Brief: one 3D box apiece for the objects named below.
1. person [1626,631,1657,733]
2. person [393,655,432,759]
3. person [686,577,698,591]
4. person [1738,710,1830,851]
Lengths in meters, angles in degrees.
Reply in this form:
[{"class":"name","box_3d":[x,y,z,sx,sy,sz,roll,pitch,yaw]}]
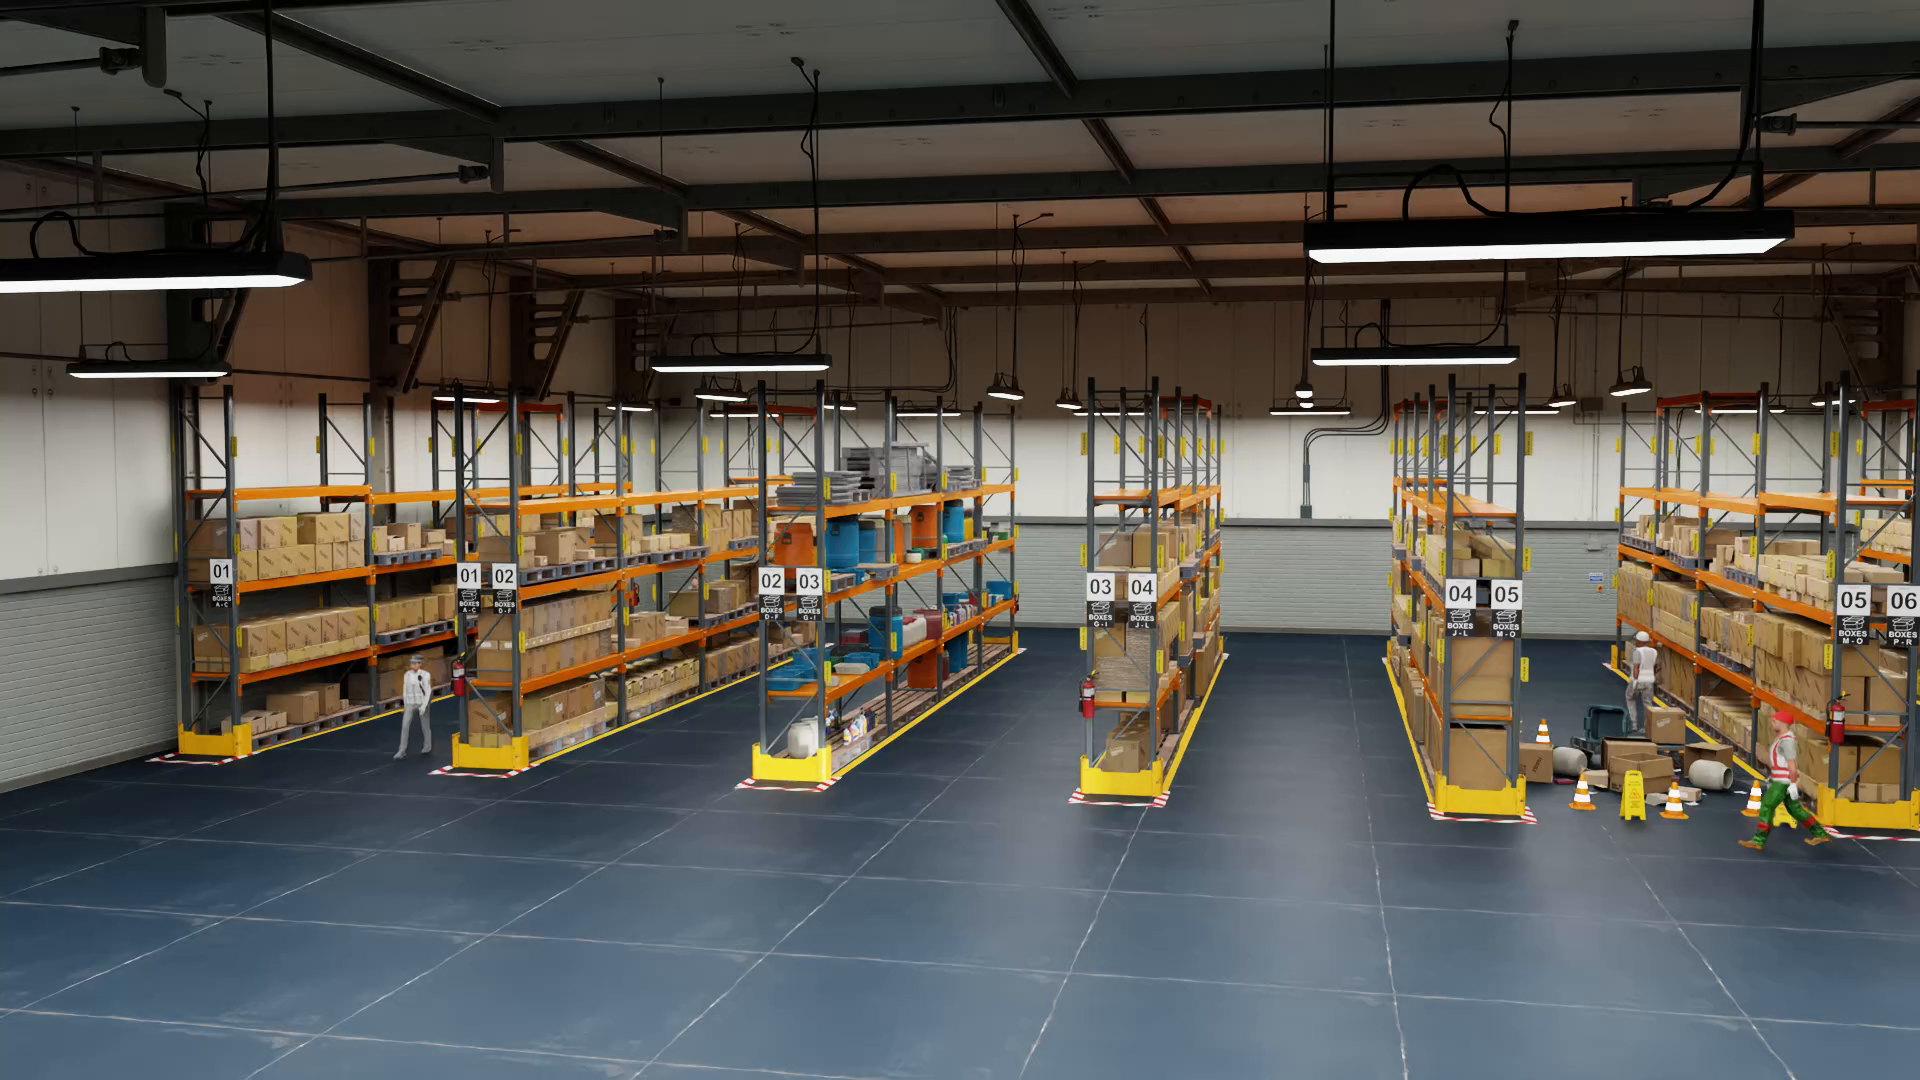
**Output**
[{"class":"person","box_3d":[11.923,2.509,28.977,0.540,1.817,0.556,0,3,-3]},{"class":"person","box_3d":[-8.791,2.663,26.833,0.507,1.631,0.879,0,3,-2]},{"class":"person","box_3d":[-6.962,1.748,44.108,0.535,1.580,0.701,1,3,22]},{"class":"person","box_3d":[10.200,2.976,20.542,1.075,1.748,0.541,1,3,16]}]
